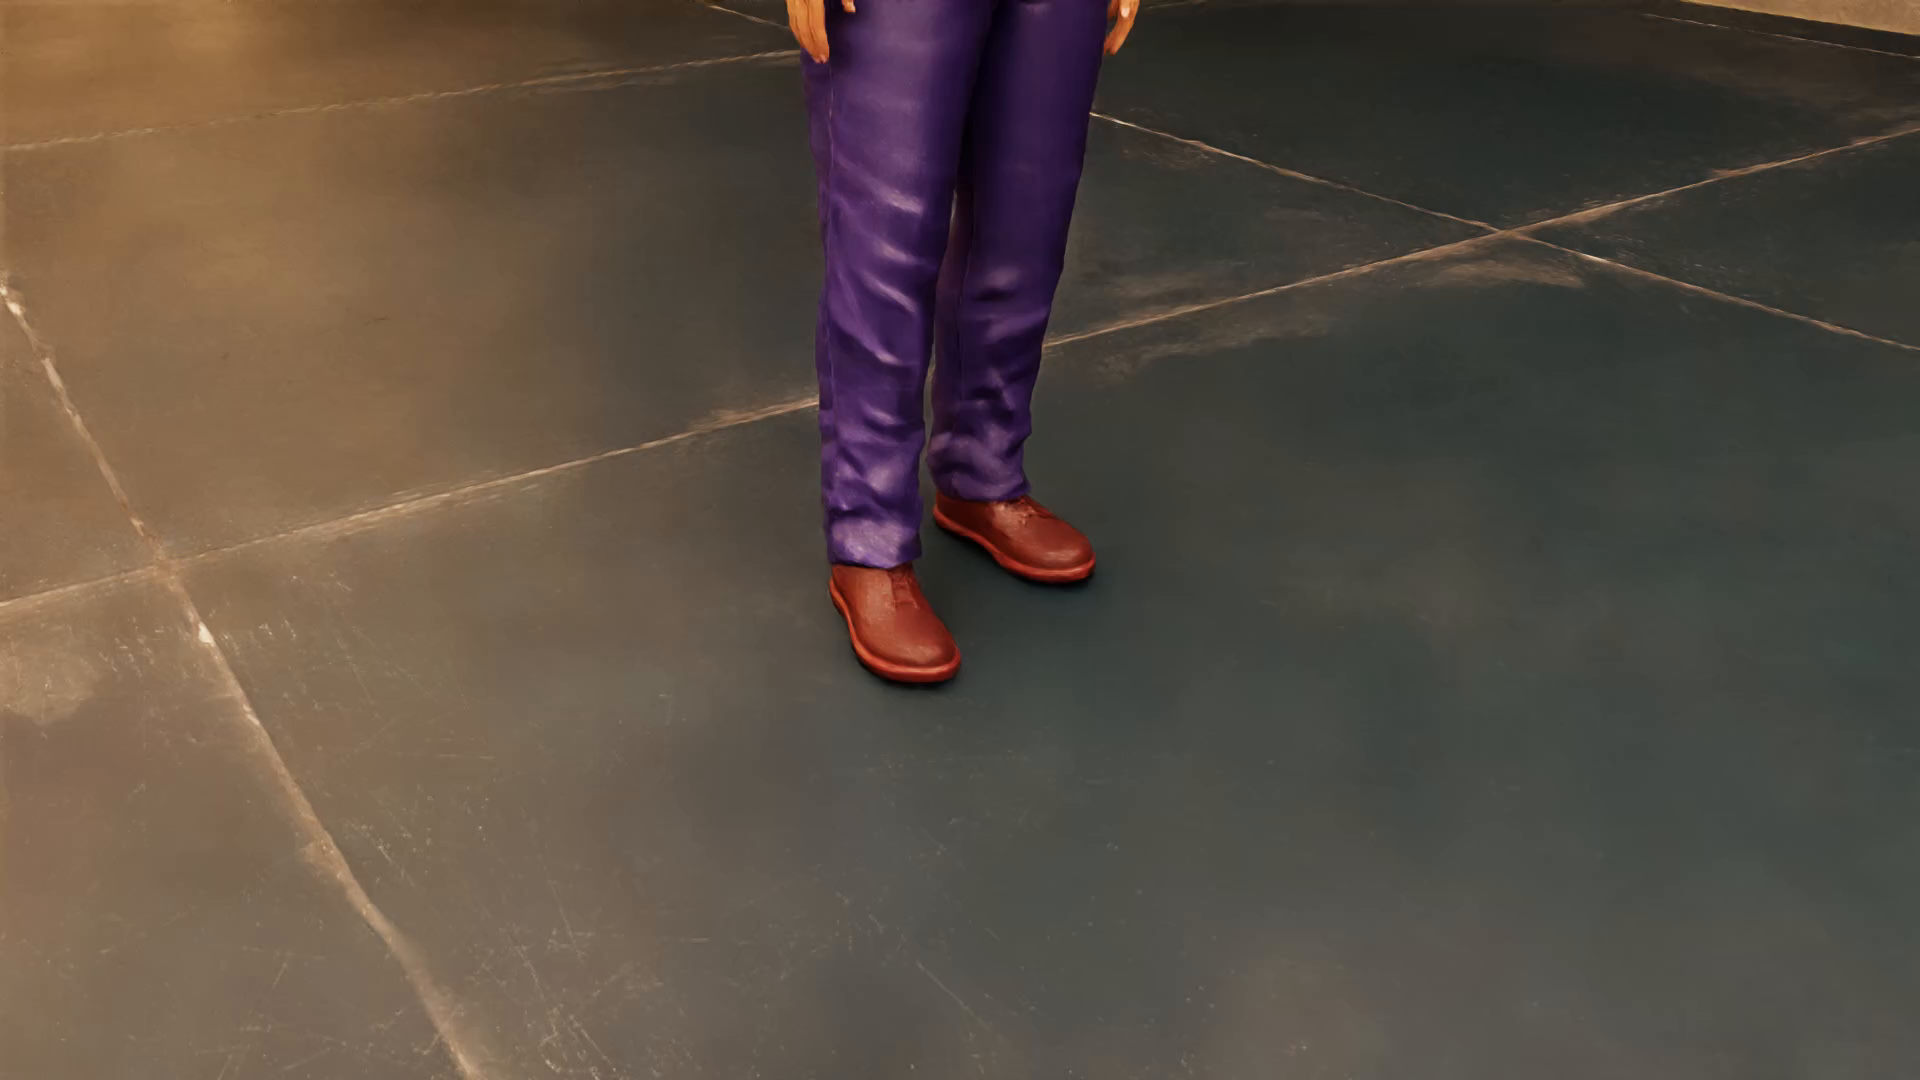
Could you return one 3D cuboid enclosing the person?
[{"bbox_3d":[0.033,-0.704,2.050,0.599,1.650,0.502,-17,31,-31],"label":"person"}]
